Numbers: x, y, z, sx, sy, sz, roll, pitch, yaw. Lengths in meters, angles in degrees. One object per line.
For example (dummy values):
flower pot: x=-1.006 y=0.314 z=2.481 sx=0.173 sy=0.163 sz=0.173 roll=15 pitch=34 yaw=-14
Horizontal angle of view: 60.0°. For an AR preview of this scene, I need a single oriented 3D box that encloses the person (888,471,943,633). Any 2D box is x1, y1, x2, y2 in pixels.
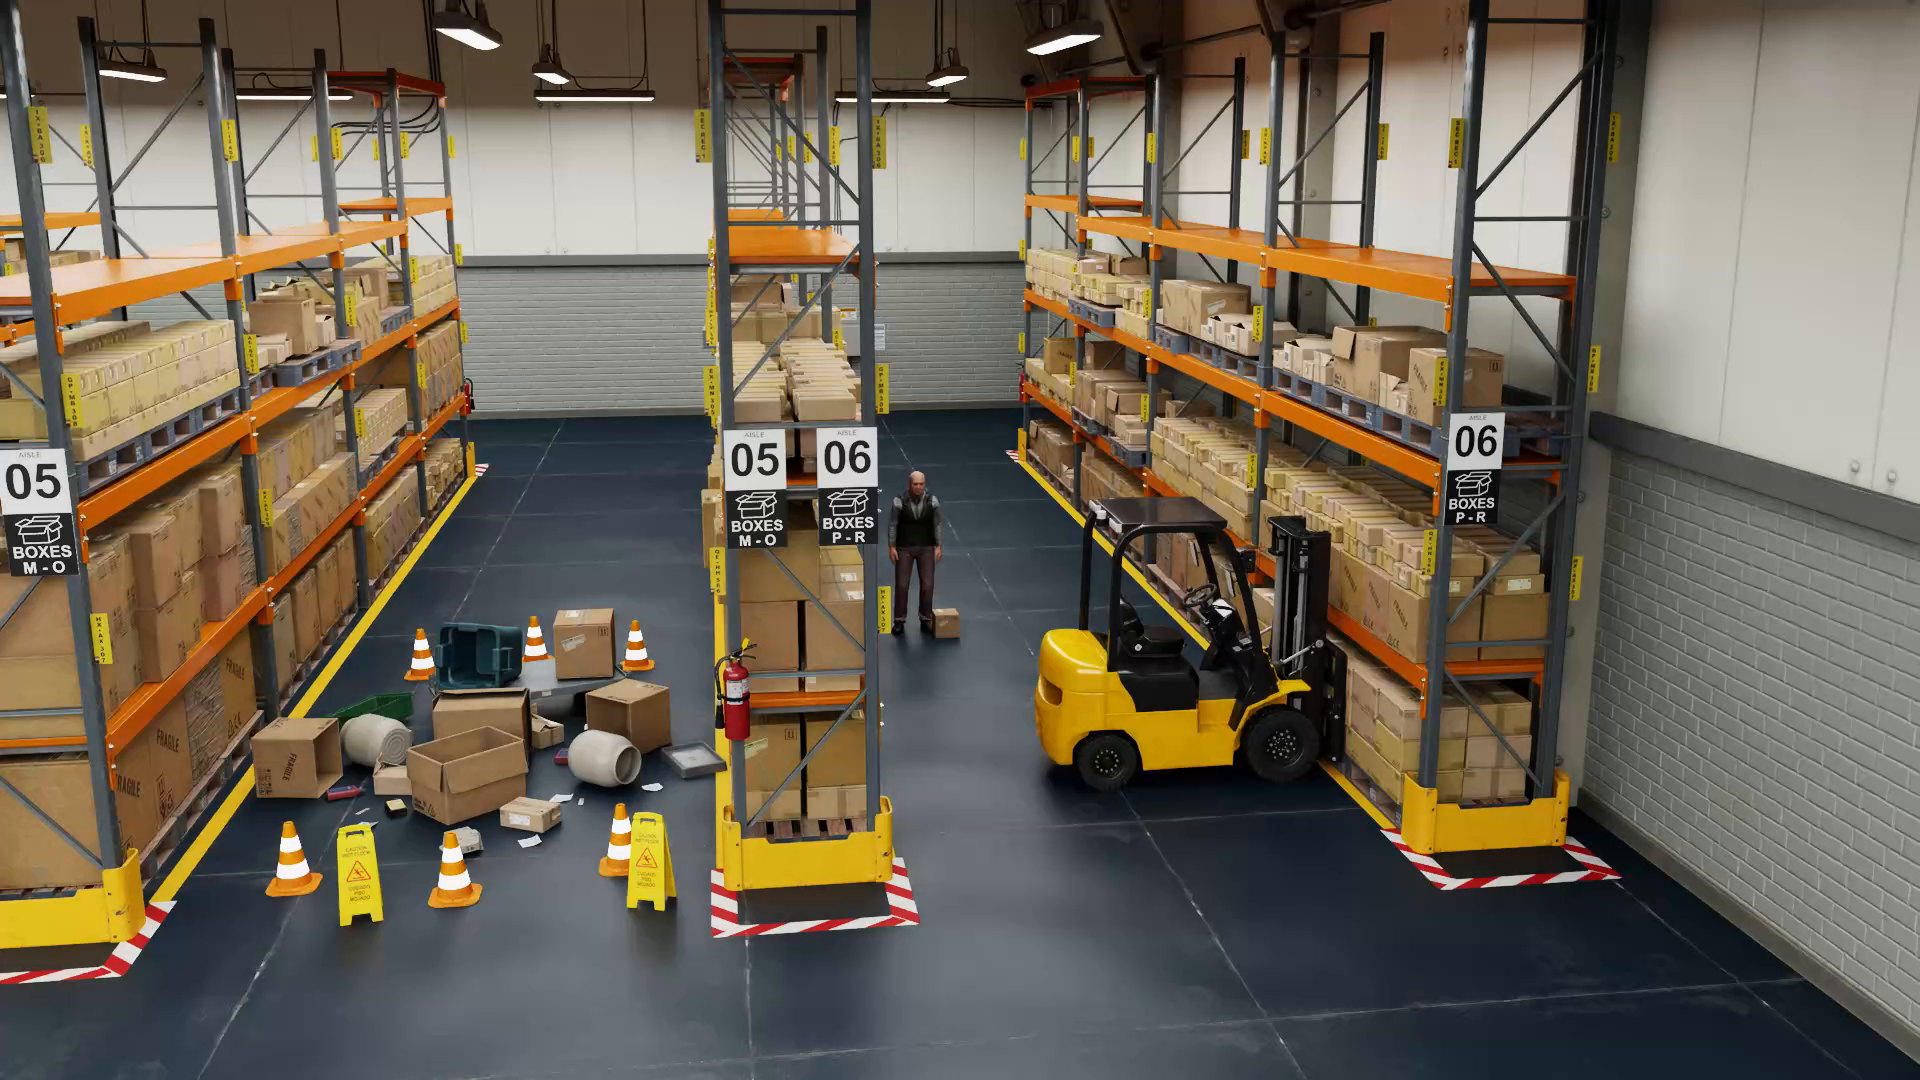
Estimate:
person: x=-0.474 y=0.109 z=17.564 sx=0.580 sy=1.721 sz=0.417 roll=-2 pitch=13 yaw=-8
